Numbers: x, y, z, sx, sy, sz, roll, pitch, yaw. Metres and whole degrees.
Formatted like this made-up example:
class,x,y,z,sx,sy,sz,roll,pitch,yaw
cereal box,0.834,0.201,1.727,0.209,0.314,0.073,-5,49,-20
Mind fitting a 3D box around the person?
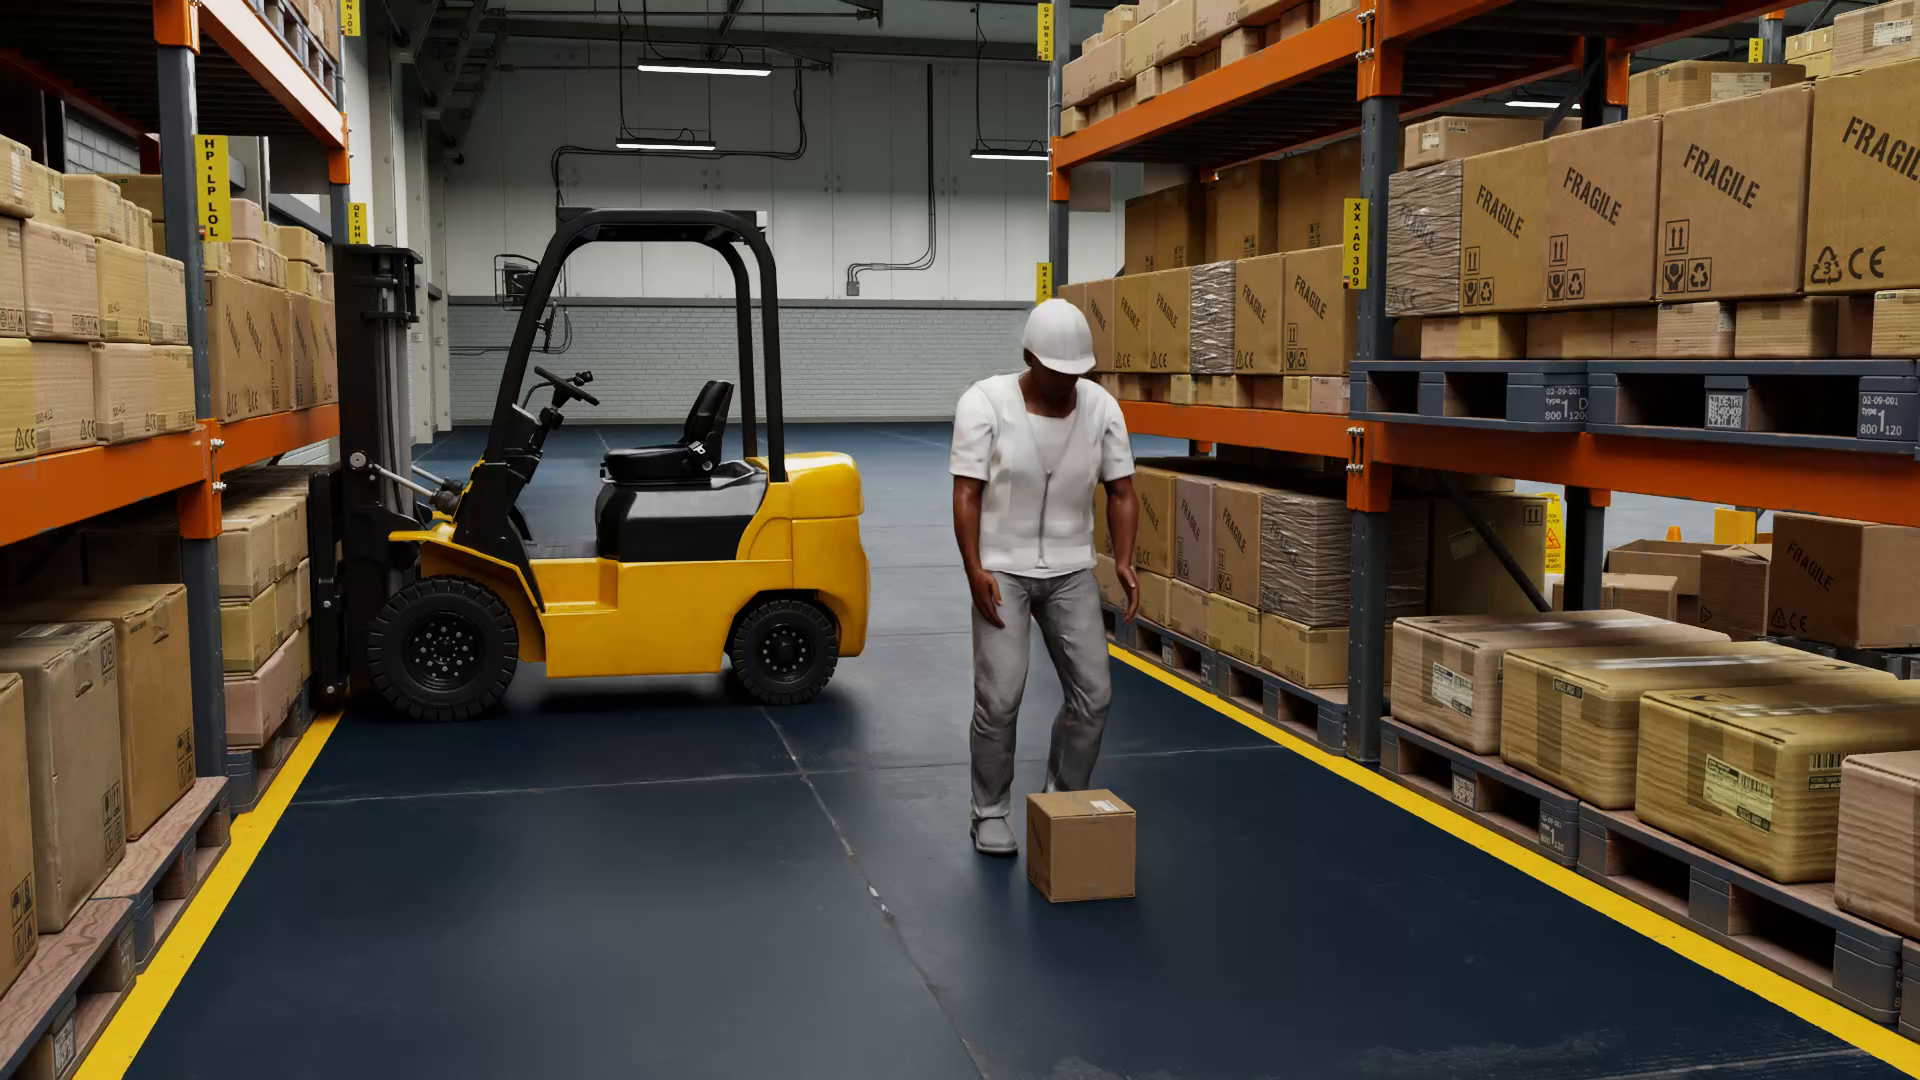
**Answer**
class,x,y,z,sx,sy,sz,roll,pitch,yaw
person,0.267,-0.236,5.114,0.594,0.998,0.491,-1,6,-12
